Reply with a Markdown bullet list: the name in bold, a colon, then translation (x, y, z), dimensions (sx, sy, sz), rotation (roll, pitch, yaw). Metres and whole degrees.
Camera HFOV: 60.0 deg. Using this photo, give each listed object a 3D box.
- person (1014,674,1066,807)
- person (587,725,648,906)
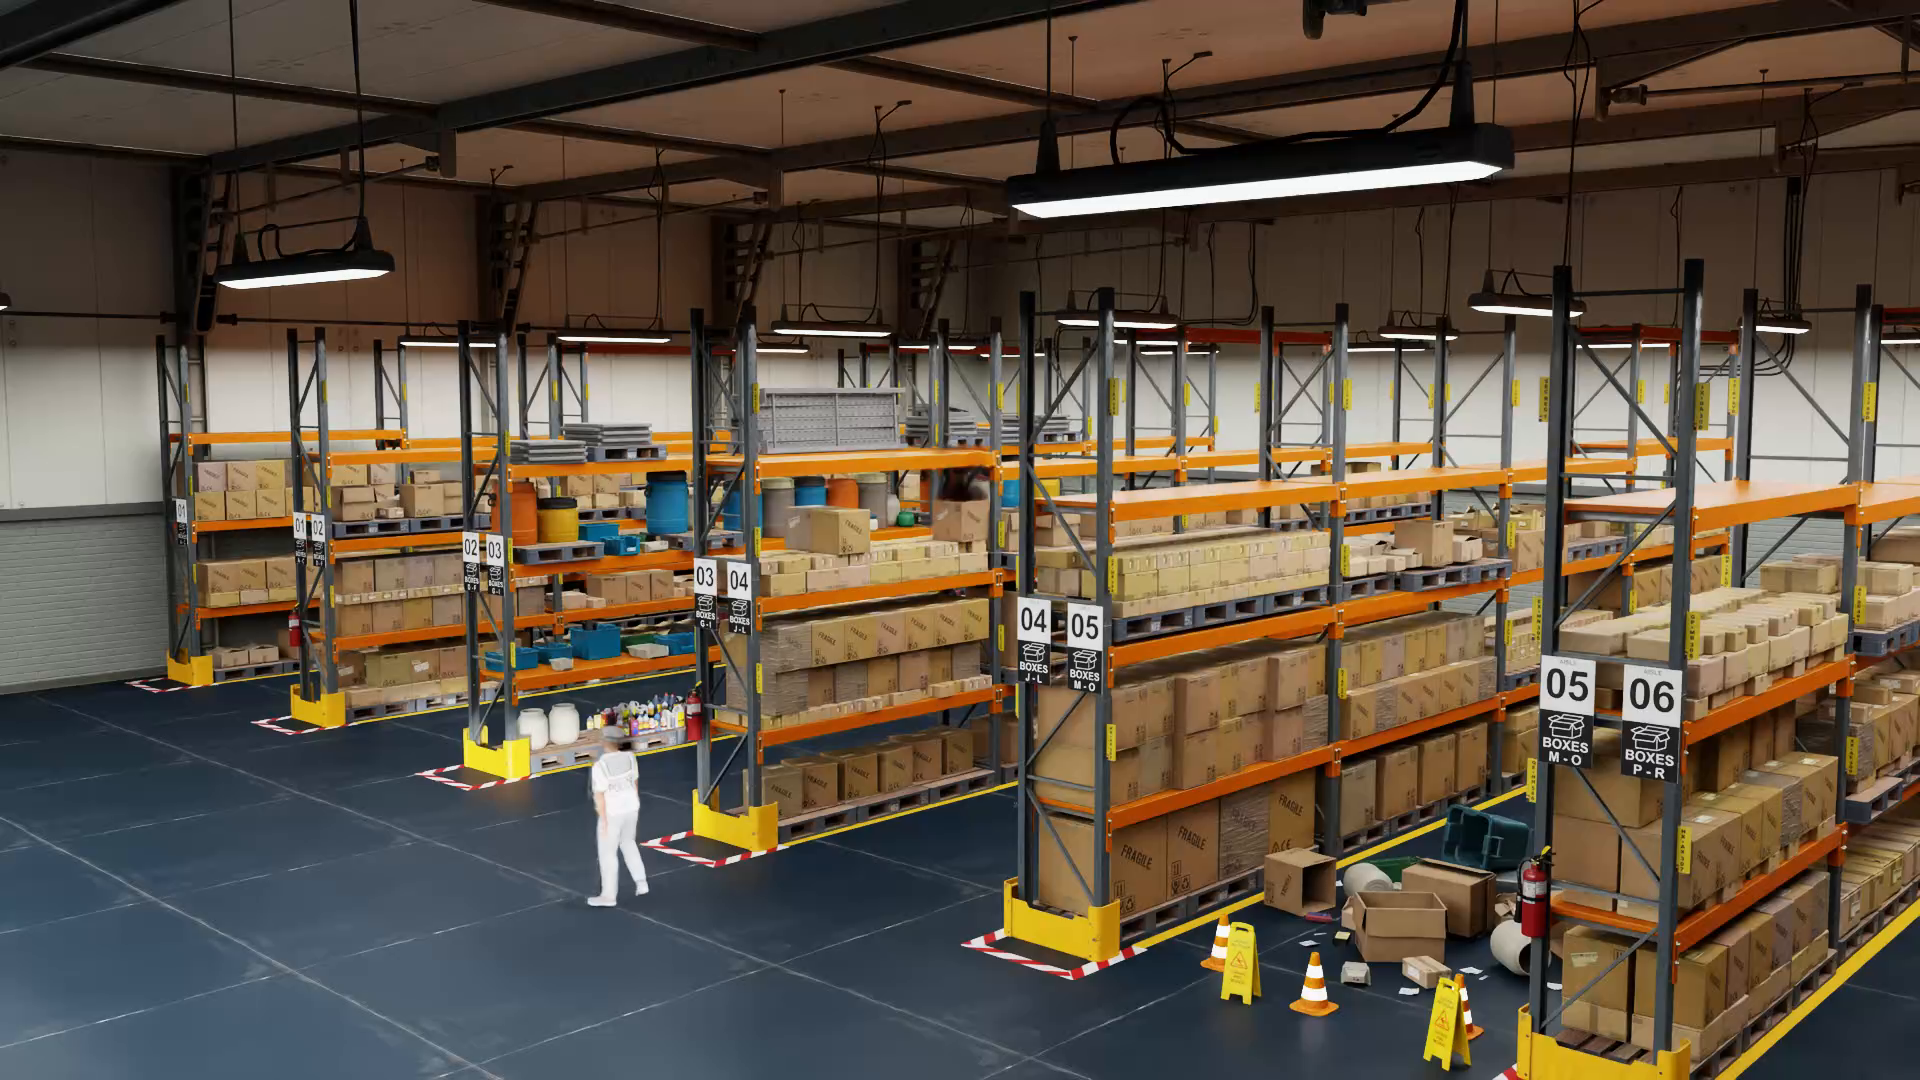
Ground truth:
- **person**: translation (1.069, 2.463, 20.524), dimensions (0.933, 1.630, 0.515), rotation (-5, 8, -44)
- **person**: translation (-3.407, 2.731, 16.543), dimensions (0.444, 1.777, 0.628), rotation (4, 7, 35)
